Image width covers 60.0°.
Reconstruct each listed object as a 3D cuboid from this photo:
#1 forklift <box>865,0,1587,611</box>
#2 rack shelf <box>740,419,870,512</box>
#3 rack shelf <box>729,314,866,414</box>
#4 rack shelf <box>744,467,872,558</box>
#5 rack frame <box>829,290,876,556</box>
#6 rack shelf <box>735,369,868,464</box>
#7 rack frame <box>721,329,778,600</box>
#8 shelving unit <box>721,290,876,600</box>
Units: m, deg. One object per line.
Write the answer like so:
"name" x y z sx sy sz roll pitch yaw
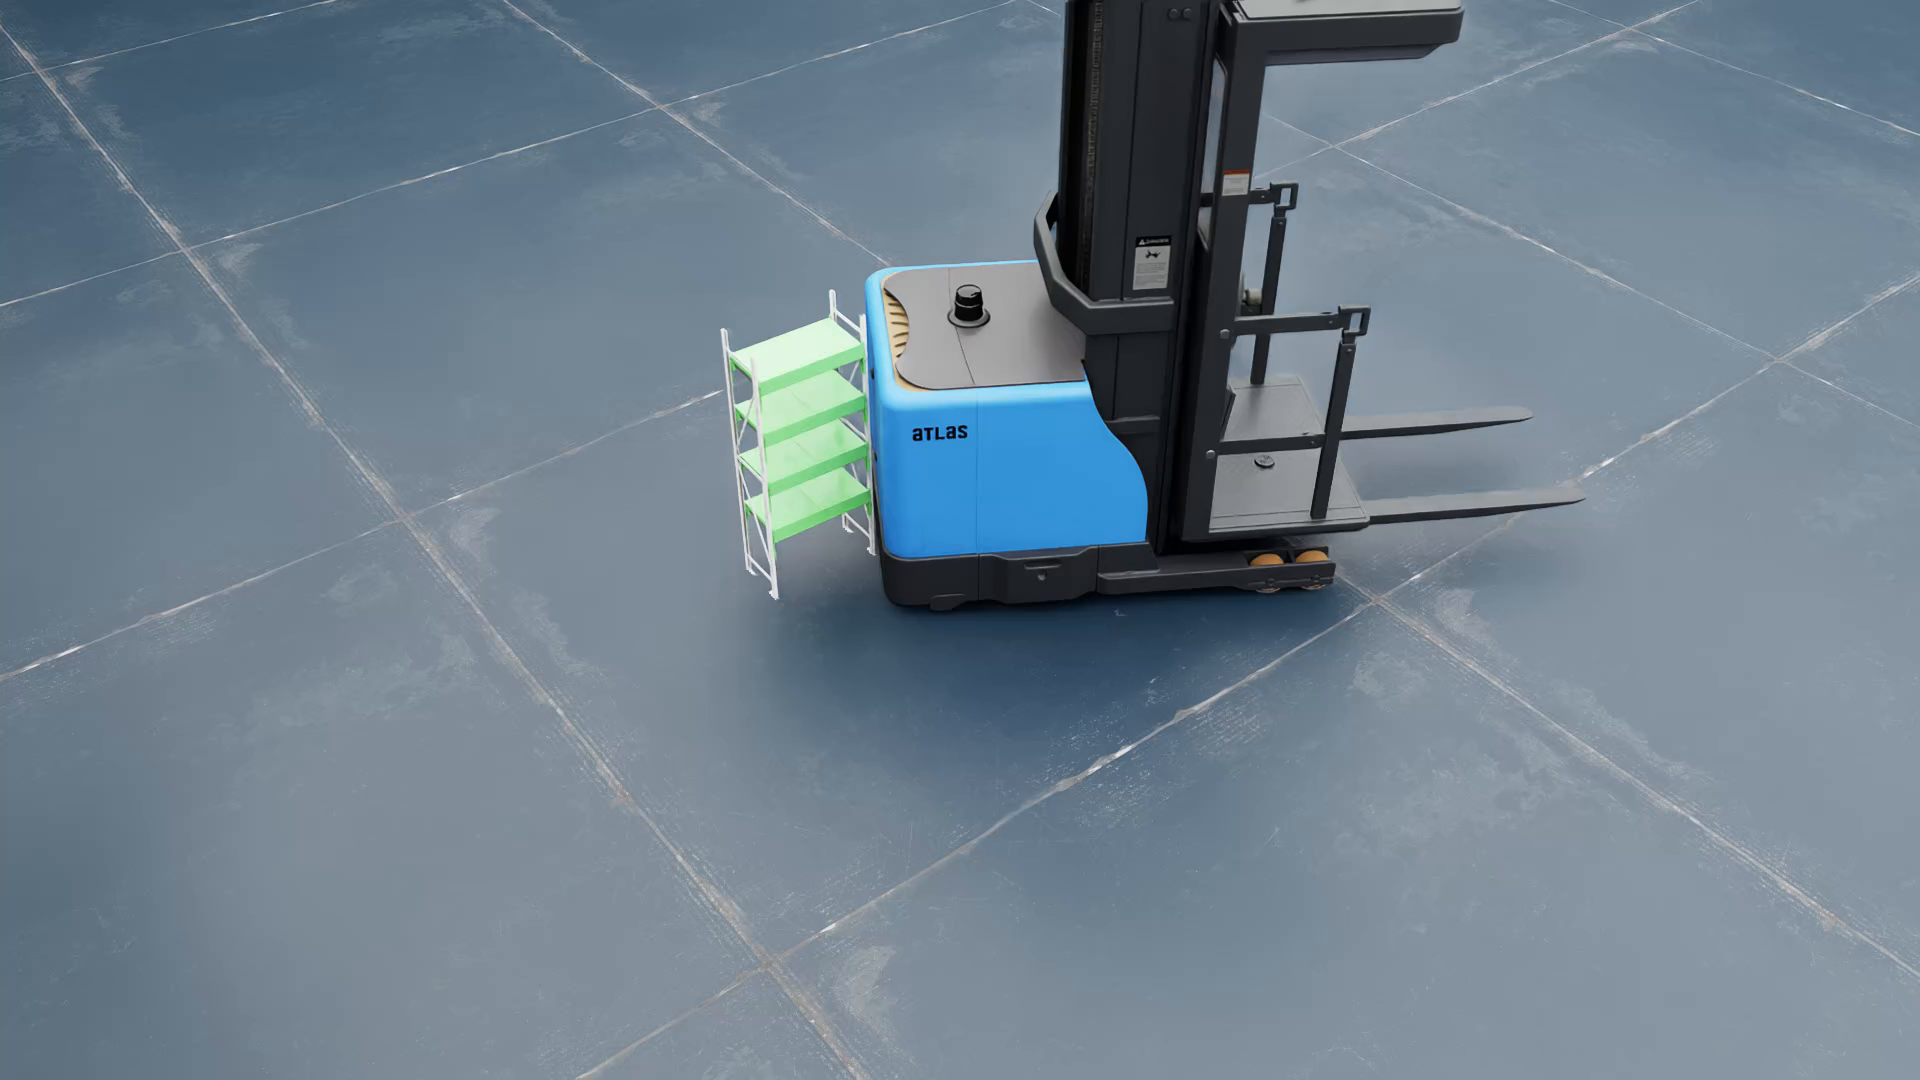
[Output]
"forklift" 1.143 -1.241 6.452 3.031 2.935 1.130 -4 40 -5
"rack shelf" -0.638 -0.319 6.794 0.480 0.148 0.258 -25 45 -27
"rack shelf" -0.638 -0.691 6.490 0.480 0.148 0.258 -25 45 -27
"rack shelf" -0.638 -0.134 6.946 0.480 0.148 0.258 -25 45 -27
"rack frame" -0.440 -0.459 6.864 0.015 1.200 0.240 -25 45 -27
"rack shelf" -0.638 -0.505 6.642 0.480 0.148 0.258 -25 45 -27
"rack frame" -0.836 -0.278 6.643 0.015 1.200 0.240 -25 45 -27
"shelving unit" -0.638 -0.369 6.754 0.503 1.200 0.258 -25 45 -27
